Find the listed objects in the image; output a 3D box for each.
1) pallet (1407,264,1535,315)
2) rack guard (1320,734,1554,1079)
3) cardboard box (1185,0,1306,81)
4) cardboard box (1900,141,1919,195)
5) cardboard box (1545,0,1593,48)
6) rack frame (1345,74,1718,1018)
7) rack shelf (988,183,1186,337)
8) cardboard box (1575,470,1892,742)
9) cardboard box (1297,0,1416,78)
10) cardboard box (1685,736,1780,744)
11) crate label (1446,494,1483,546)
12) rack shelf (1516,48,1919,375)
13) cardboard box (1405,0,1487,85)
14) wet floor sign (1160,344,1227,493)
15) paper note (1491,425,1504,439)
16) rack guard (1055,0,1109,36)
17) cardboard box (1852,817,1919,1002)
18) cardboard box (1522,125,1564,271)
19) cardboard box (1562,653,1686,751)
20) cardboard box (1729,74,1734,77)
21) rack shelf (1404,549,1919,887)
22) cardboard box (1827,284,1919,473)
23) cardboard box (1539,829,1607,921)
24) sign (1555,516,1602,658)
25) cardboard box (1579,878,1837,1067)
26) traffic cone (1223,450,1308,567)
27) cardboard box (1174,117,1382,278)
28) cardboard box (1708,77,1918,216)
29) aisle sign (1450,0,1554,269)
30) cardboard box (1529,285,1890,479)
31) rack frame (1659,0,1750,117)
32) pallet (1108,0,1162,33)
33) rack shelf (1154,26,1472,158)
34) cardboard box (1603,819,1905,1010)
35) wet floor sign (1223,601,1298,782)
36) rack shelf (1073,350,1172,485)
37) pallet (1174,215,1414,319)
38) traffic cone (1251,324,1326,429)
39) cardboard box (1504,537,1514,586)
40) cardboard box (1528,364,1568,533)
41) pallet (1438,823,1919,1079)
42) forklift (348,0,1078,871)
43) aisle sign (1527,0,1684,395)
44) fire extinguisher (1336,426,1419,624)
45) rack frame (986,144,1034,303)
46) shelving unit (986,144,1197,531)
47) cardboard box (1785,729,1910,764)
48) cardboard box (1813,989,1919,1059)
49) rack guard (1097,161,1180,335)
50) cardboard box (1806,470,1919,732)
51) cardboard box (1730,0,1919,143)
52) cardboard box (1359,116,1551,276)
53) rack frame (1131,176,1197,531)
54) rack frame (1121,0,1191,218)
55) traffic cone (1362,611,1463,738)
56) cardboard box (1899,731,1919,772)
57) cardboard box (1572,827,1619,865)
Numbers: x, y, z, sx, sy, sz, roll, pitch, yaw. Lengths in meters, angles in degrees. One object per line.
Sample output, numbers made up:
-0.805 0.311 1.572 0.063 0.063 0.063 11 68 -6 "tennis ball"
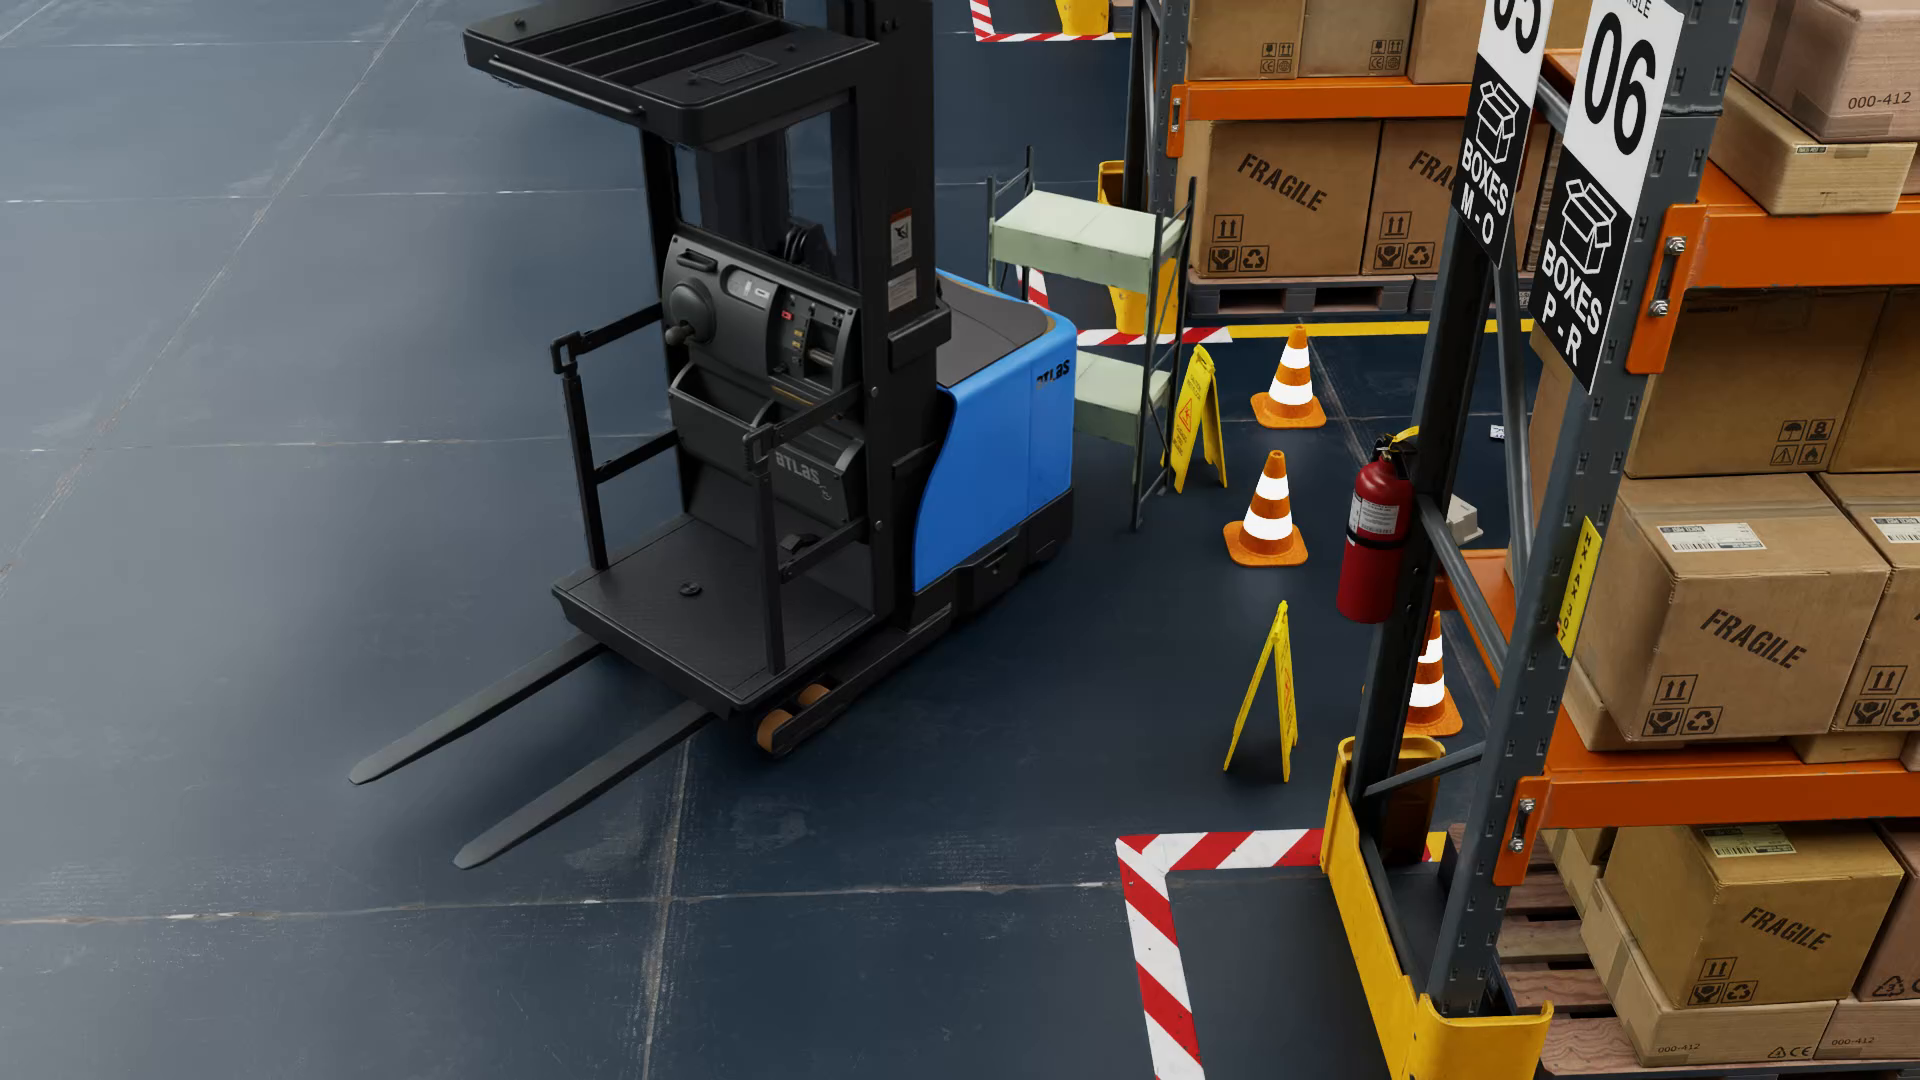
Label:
3.023 -1.608 9.389 1.213 0.211 1.003 -2 35 -2 "pallet"
1.423 1.179 5.107 0.348 0.500 1.175 -2 35 -2 "rack guard"
1.381 -2.755 8.464 0.550 0.550 0.875 -2 35 -2 "cardboard box"
1.952 -0.859 3.441 0.250 0.149 0.380 -3 35 -4 "cardboard box"
3.022 -2.764 8.476 0.500 0.550 0.875 -2 35 -2 "cardboard box"
1.348 0.153 4.393 0.127 3.000 1.000 -2 35 -2 "rack frame"
0.535 -1.177 6.941 0.720 0.370 0.431 17 38 22 "rack shelf"
1.834 0.135 4.070 0.500 0.500 0.500 -2 35 -3 "cardboard box"
1.929 -2.782 8.503 0.550 0.550 0.875 -2 35 -2 "cardboard box"
1.948 0.350 4.329 0.250 0.149 0.380 -1 35 -2 "cardboard box"
2.106 -0.093 7.264 0.298 0.136 0.250 -20 39 -26 "crate label"
3.345 -0.838 3.822 4.000 0.370 1.077 -2 35 -2 "rack shelf"
2.494 -2.726 8.422 0.550 0.550 0.875 -2 35 -2 "cardboard box"
1.077 -0.563 7.497 0.232 0.644 0.267 -7 35 -10 "wet floor sign"
2.617 -0.512 7.965 0.142 0.017 0.144 10 36 14 "paper note"
0.954 -4.454 13.247 0.348 0.500 1.175 -2 35 -2 "rack guard"
2.712 0.921 4.672 0.500 0.500 0.500 -3 35 -4 "cardboard box"
3.476 -2.061 9.090 0.875 0.875 0.875 -1 35 -2 "cardboard box"
1.697 0.365 4.307 0.250 0.149 0.380 -1 35 -2 "cardboard box"
1.691 -1.145 3.854 0.250 0.149 0.380 -1 35 -2 "cardboard box"
3.345 0.395 4.675 4.000 0.370 1.077 -2 35 -2 "rack shelf"
2.353 -0.569 4.208 0.500 0.500 0.700 -1 35 -2 "cardboard box"
2.166 0.936 5.309 0.500 0.250 0.500 -2 35 -2 "cardboard box"
1.373 0.106 3.701 0.005 0.325 0.100 -2 35 -2 "sign"
2.166 1.247 4.860 0.500 0.250 0.500 -2 35 -3 "cardboard box"
1.324 -0.170 7.089 0.334 0.463 0.336 -2 35 -2 "traffic cone"
1.687 -2.013 9.020 0.875 0.875 0.875 -1 35 -2 "cardboard box"
1.694 -0.801 3.357 0.250 0.149 0.380 -2 35 -2 "cardboard box"
1.272 -1.079 3.889 0.004 0.787 0.394 -2 35 -2 "aisle sign"
1.848 -0.559 4.194 0.500 0.500 0.700 -2 35 -3 "cardboard box"
1.348 -2.314 2.686 0.127 3.000 1.000 -2 35 -2 "rack frame"
1.768 -4.337 13.332 1.213 0.211 1.003 -2 35 -2 "pallet"
3.010 -2.416 8.737 4.000 0.370 1.077 -2 35 -2 "rack shelf"
2.190 0.937 4.648 0.500 0.500 0.500 -3 35 -4 "cardboard box"
1.107 0.518 5.934 0.232 0.644 0.267 10 36 14 "wet floor sign"
0.530 -0.589 7.351 0.720 0.370 0.431 17 38 22 "rack shelf"
1.807 -1.577 9.344 1.213 0.211 1.003 -2 35 -2 "pallet"
1.610 -0.822 8.031 0.334 0.463 0.336 -2 35 -2 "traffic cone"
1.711 0.125 4.654 0.250 0.149 0.380 0 35 -1 "cardboard box"
1.877 -0.181 4.527 0.500 0.500 0.500 -2 35 -3 "cardboard box"
2.237 1.296 5.192 1.213 0.211 1.003 -2 35 -2 "pallet"
-0.856 -0.740 5.744 1.130 2.935 3.031 26 42 32 "forklift"
1.300 -0.738 3.396 0.004 0.787 0.394 -2 35 -2 "aisle sign"
1.211 -0.074 4.789 0.183 0.674 0.296 -2 35 -2 "fire extinguisher"
0.206 -0.954 7.301 0.023 1.500 0.400 17 38 22 "rack frame"
0.532 -0.857 7.165 0.755 1.500 0.431 17 38 22 "shelving unit"
2.217 0.389 4.273 0.250 0.149 0.380 -3 35 -4 "cardboard box"
2.677 1.237 4.874 0.500 0.250 0.500 0 35 -1 "cardboard box"
0.988 -1.629 9.165 0.348 0.500 1.175 -2 35 -2 "rack guard"
2.351 0.119 4.093 0.500 0.500 0.500 -1 35 -1 "cardboard box"
1.862 -1.003 3.298 0.500 0.250 0.500 -2 35 -3 "cardboard box"
2.565 -2.038 9.056 0.875 0.875 0.875 -2 35 -3 "cardboard box"
0.857 -0.759 7.029 0.023 1.500 0.400 17 38 22 "rack frame"
1.012 -2.658 8.455 0.127 3.000 1.000 -2 35 -2 "rack frame"
1.716 0.452 6.191 0.334 0.463 0.336 -2 35 -2 "traffic cone"
2.473 0.408 4.245 0.250 0.149 0.380 -1 35 -1 "cardboard box"
2.136 0.633 5.088 0.500 0.500 0.500 -1 35 -2 "cardboard box"
